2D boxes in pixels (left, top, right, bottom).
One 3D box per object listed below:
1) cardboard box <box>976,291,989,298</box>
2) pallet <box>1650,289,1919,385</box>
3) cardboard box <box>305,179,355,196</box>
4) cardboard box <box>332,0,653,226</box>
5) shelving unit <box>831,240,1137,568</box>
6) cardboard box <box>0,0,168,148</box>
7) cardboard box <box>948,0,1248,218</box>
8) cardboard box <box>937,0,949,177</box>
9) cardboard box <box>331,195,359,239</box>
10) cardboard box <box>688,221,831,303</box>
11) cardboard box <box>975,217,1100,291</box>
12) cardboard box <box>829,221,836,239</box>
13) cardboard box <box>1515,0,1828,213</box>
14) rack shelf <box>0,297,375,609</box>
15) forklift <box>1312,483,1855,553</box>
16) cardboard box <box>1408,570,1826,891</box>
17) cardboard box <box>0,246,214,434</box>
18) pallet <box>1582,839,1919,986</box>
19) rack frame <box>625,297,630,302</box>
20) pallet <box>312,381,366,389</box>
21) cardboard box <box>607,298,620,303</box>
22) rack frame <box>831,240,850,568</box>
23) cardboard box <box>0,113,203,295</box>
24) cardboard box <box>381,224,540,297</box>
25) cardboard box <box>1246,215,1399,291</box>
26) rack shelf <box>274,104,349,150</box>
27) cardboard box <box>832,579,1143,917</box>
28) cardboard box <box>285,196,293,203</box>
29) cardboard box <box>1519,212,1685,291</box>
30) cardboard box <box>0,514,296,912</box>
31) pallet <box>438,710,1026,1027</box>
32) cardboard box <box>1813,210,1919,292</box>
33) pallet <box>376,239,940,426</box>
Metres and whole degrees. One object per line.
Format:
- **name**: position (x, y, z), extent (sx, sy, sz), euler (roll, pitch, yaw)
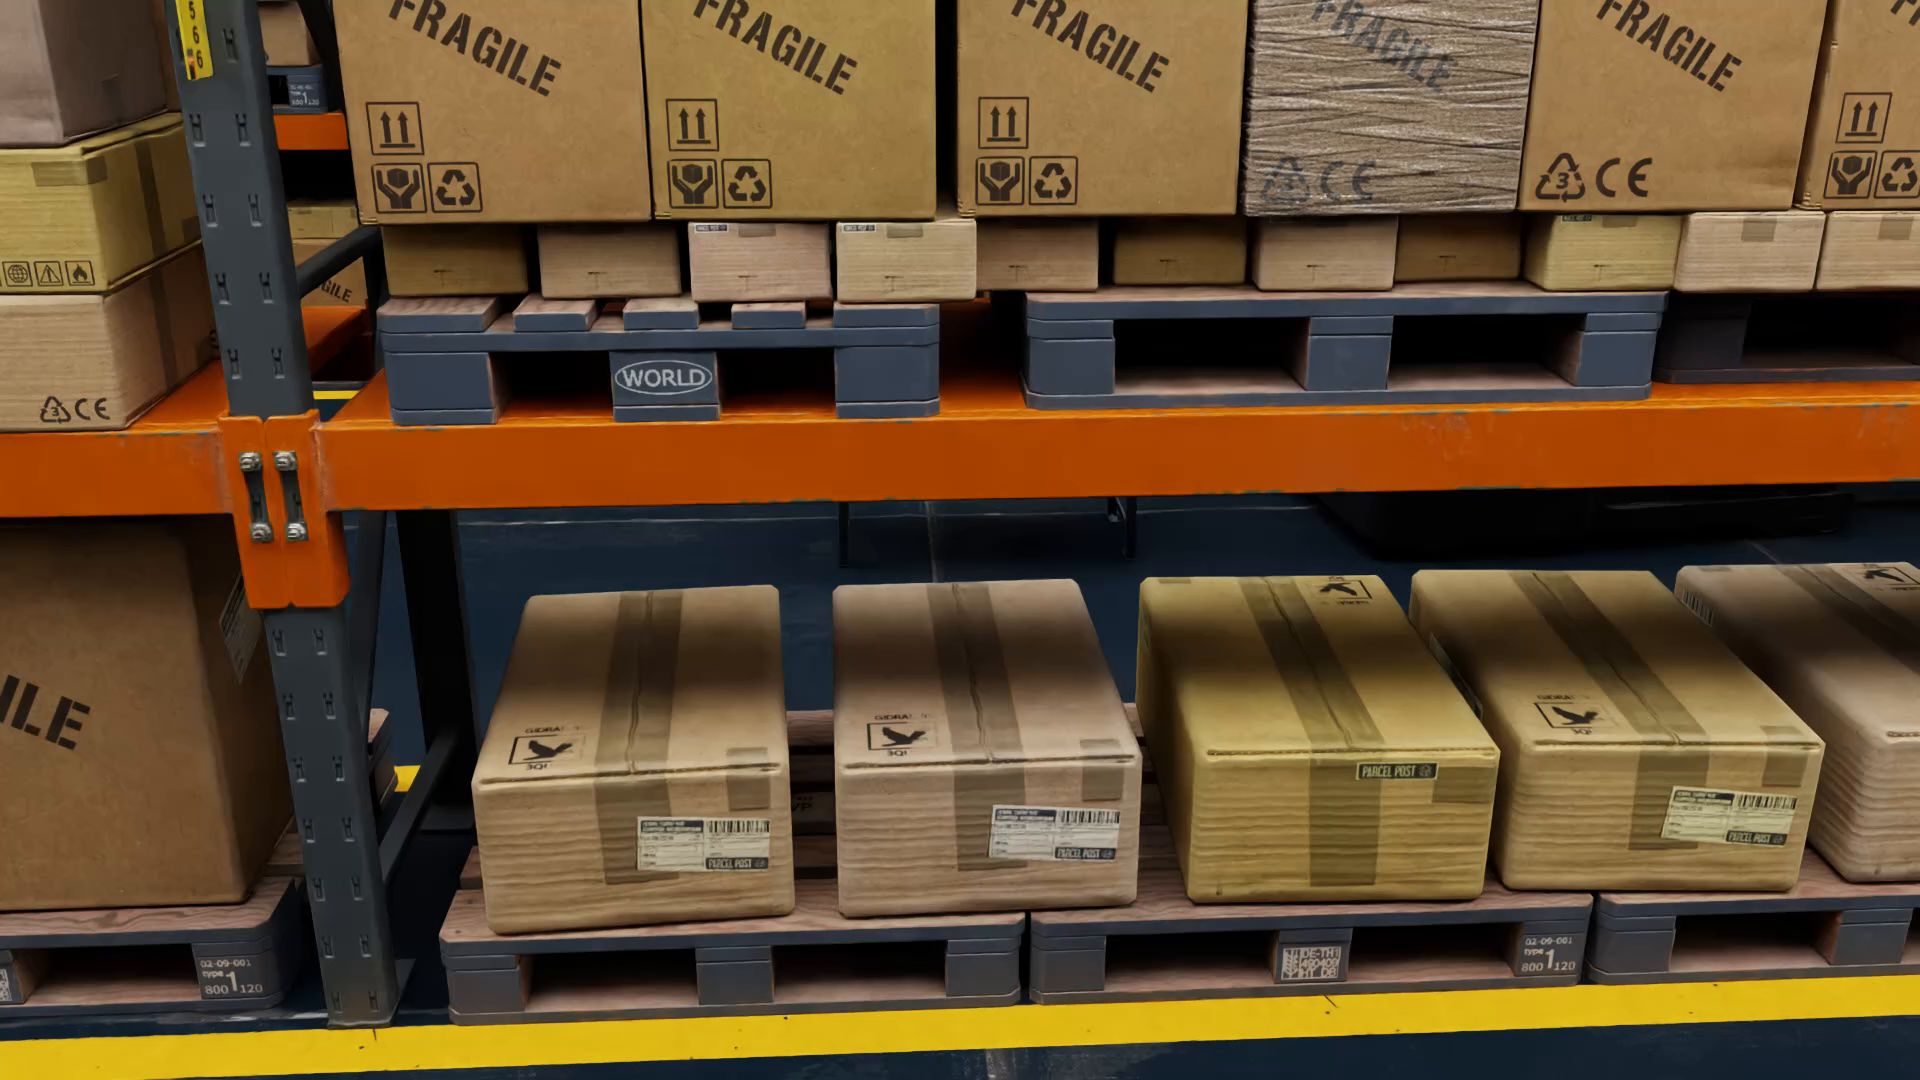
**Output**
- **cardboard box**: position (0.385, -1.451, 8.463), extent (0.625, 0.625, 0.875), euler (-2, 21, -5)
- **pallet**: position (1.946, -0.591, 3.728), extent (1.213, 0.211, 1.003), euler (-1, 21, -3)
- **cardboard box**: position (-3.147, -1.734, 8.470), extent (0.250, 0.149, 0.380), euler (-2, 21, -4)
- **cardboard box**: position (-0.813, -0.872, 3.048), extent (0.500, 0.500, 0.500), euler (-2, 21, -5)
- **shelving unit**: position (0.085, -0.703, 5.859), extent (1.048, 1.500, 0.538), euler (-1, 21, -3)
- **cardboard box**: position (-1.777, -0.974, 2.918), extent (0.500, 0.500, 0.500), euler (-2, 21, -5)
- **cardboard box**: position (0.236, -0.899, 3.117), extent (0.500, 0.500, 0.500), euler (-1, 21, -2)
- **cardboard box**: position (0.181, -1.079, 3.590), extent (0.500, 0.500, 0.500), euler (-3, 21, -7)
- **cardboard box**: position (-2.844, -1.562, 8.020), extent (0.250, 0.149, 0.380), euler (-1, 21, -1)
- **cardboard box**: position (-0.381, -0.566, 3.155), extent (0.250, 0.149, 0.380), euler (-3, 21, -7)
- **cardboard box**: position (0.131, -0.597, 3.236), extent (0.250, 0.149, 0.380), euler (0, 21, 0)
- **cardboard box**: position (-0.198, -0.787, 3.736), extent (0.250, 0.149, 0.380), euler (-2, 21, -6)
- **cardboard box**: position (1.259, -0.917, 3.165), extent (0.500, 0.500, 0.500), euler (0, 21, -1)
- **rack shelf**: position (-3.273, -0.187, 3.407), extent (4.000, 0.370, 1.077), euler (-1, 21, -3)
- **forklift**: position (2.850, -1.565, 6.113), extent (3.031, 2.935, 1.130), euler (-4, 21, -10)
- **cardboard box**: position (1.476, 0.414, 3.920), extent (0.625, 0.372, 0.950), euler (0, 21, 0)
- **cardboard box**: position (-1.766, -0.391, 3.143), extent (0.500, 0.250, 0.500), euler (-2, 21, -5)
- **pallet**: position (1.940, 0.675, 4.052), extent (1.213, 0.211, 1.003), euler (-1, 21, -3)
- **rack frame**: position (-1.563, -2.327, 8.017), extent (0.127, 3.000, 1.000), euler (-1, 21, -3)
- **pallet**: position (-3.526, -0.998, 8.446), extent (1.213, 0.211, 1.003), euler (-1, 21, -3)
- **cardboard box**: position (-1.973, -1.270, 8.163), extent (0.500, 0.500, 0.500), euler (-1, 21, -1)
- **rack frame**: position (-0.422, -0.692, 5.832), extent (0.032, 1.500, 0.500), euler (-1, 21, -3)
- **cardboard box**: position (-1.745, -0.627, 3.060), extent (0.500, 0.250, 0.500), euler (-1, 21, -3)
- **cardboard box**: position (-0.941, -0.583, 3.199), extent (0.250, 0.149, 0.380), euler (-2, 21, -6)
- **cardboard box**: position (0.675, -0.599, 3.240), extent (0.250, 0.149, 0.380), euler (-1, 21, -1)
- **rack shelf**: position (-3.560, -1.950, 8.038), extent (4.000, 0.370, 1.077), euler (-1, 21, -3)
- **cardboard box**: position (0.025, 0.442, 3.846), extent (0.625, 0.372, 0.950), euler (-2, 21, -4)
- **cardboard box**: position (-3.367, -1.541, 7.964), extent (0.250, 0.149, 0.380), euler (-2, 21, -6)
- **cardboard box**: position (1.200, -0.600, 3.243), extent (0.250, 0.149, 0.380), euler (-1, 21, -3)
- **cardboard box**: position (-1.970, 0.218, 3.729), extent (0.875, 0.875, 0.875), euler (-1, 21, -4)
- **pallet**: position (-0.496, 0.724, 3.922), extent (1.213, 0.211, 1.003), euler (-1, 21, -3)
- **cardboard box**: position (1.700, -0.598, 3.239), extent (0.250, 0.149, 0.380), euler (-2, 21, -4)
- **pallet**: position (-0.571, -0.526, 3.557), extent (1.003, 0.211, 1.213), euler (-1, 21, -3)
